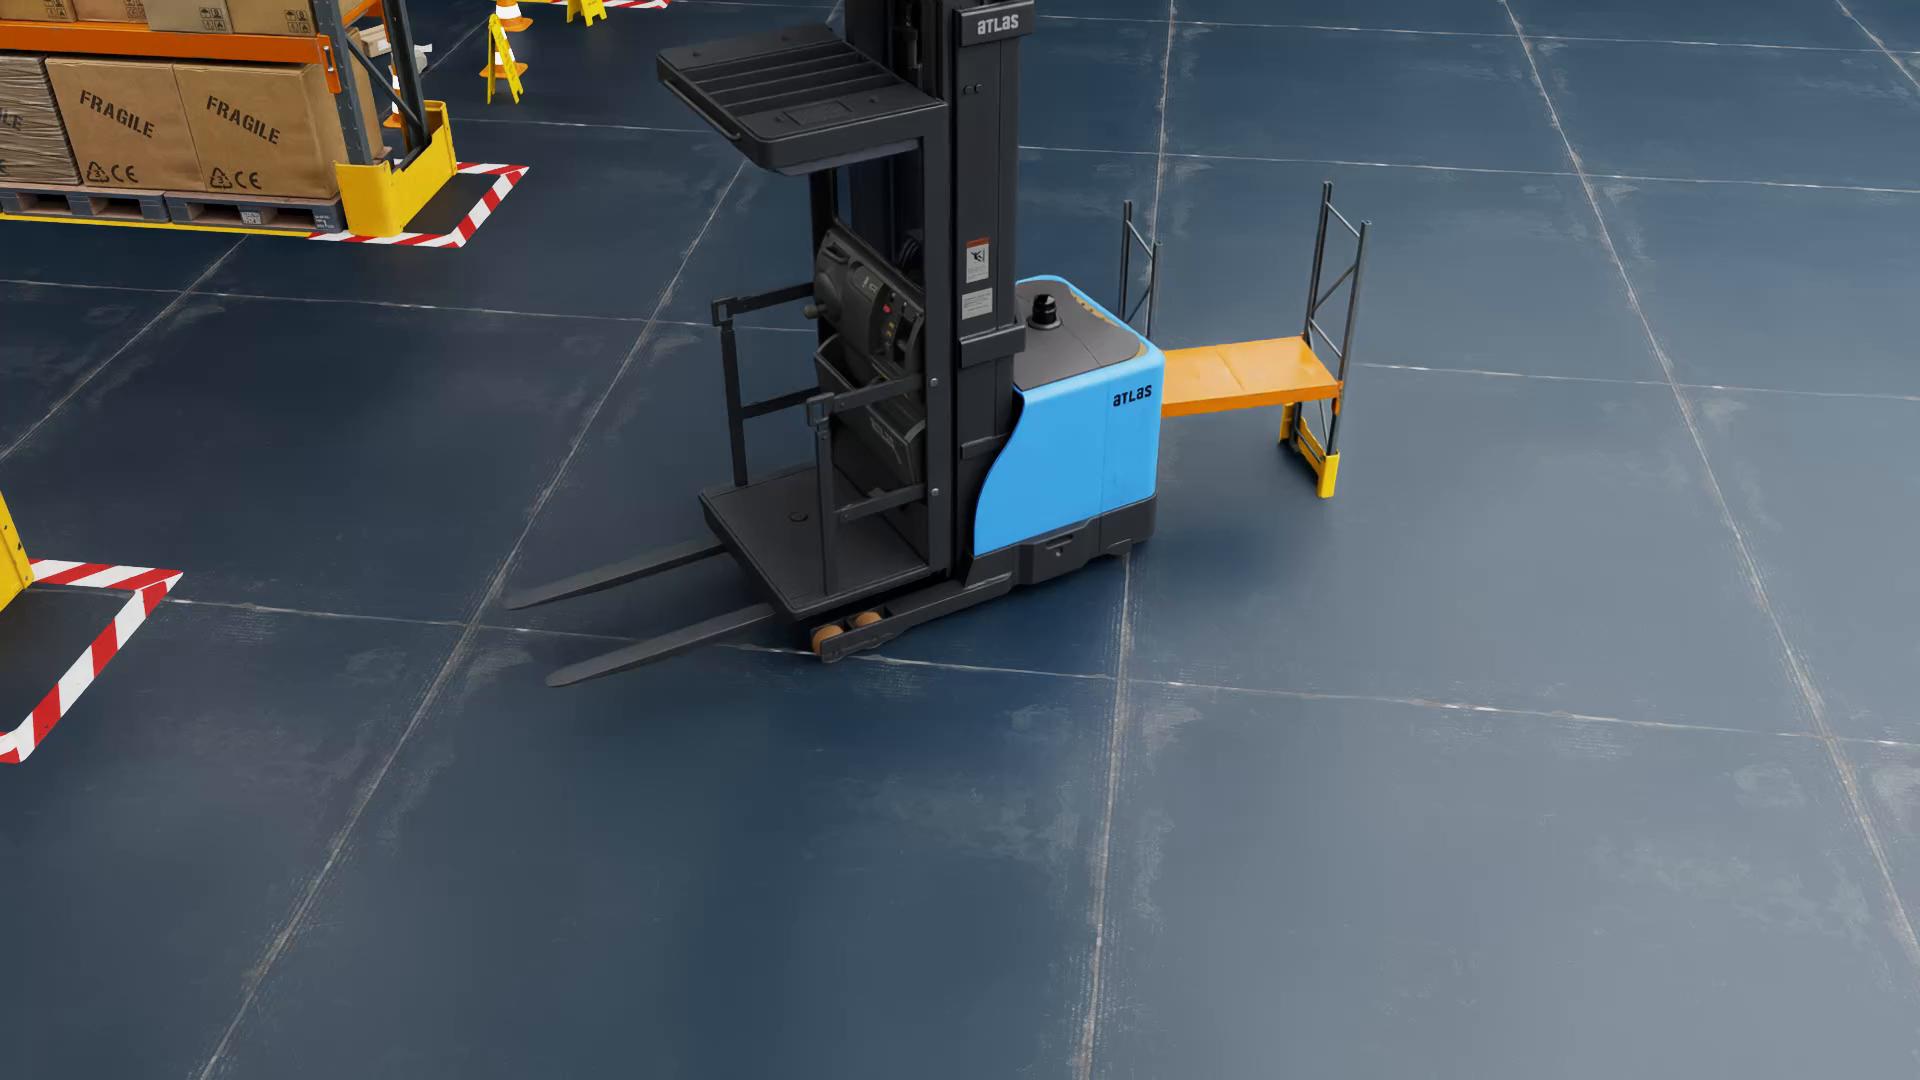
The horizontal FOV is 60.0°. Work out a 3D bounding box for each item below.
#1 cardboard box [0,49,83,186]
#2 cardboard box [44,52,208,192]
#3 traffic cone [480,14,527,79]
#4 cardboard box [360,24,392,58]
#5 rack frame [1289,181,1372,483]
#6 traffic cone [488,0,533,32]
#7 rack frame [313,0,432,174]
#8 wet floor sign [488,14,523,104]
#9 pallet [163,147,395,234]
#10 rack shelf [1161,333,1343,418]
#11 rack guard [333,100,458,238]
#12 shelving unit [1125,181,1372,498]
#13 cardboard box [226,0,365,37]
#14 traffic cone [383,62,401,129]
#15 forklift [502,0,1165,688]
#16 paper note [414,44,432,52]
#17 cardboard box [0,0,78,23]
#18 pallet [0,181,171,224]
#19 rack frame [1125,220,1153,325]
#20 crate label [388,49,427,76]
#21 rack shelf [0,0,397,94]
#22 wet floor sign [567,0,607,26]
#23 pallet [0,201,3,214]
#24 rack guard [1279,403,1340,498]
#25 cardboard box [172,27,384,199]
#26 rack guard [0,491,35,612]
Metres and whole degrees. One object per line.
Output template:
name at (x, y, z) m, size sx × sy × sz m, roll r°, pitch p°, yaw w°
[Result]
cardboard box at (-6.334, -3.032, 11.383) m, size 0.875 × 0.875 × 0.875 m, roll 5°, pitch 36°, yaw 6°
cardboard box at (-5.430, -2.963, 11.287) m, size 0.875 × 0.875 × 0.875 m, roll 4°, pitch 36°, yaw 5°
traffic cone at (-3.740, -4.032, 13.501) m, size 0.334 × 0.463 × 0.336 m, roll 4°, pitch 36°, yaw 6°
cardboard box at (-4.902, -4.213, 14.025) m, size 0.250 × 0.149 × 0.380 m, roll 24°, pitch 42°, yaw 30°
rack frame at (1.846, -1.000, 8.360) m, size 0.032 × 1.500 × 0.500 m, roll -7°, pitch 36°, yaw -10°
traffic cone at (-3.936, -4.696, 14.432) m, size 0.334 × 0.463 × 0.336 m, roll 4°, pitch 36°, yaw 6°
rack frame at (-3.876, -3.581, 10.685) m, size 0.127 × 3.000 × 1.000 m, roll 4°, pitch 36°, yaw 6°
wet floor sign at (-3.595, -3.761, 12.965) m, size 0.232 × 0.644 × 0.267 m, roll -2°, pitch 36°, yaw -2°
pallet at (-4.679, -2.460, 11.515) m, size 1.213 × 0.211 × 1.003 m, roll 4°, pitch 36°, yaw 6°
rack shelf at (1.349, -0.790, 8.375) m, size 1.000 × 0.185 × 0.538 m, roll -7°, pitch 36°, yaw -10°
rack guard at (-3.852, -2.562, 11.409) m, size 0.348 × 0.500 × 1.175 m, roll 4°, pitch 36°, yaw 6°
shelving unit at (1.340, -0.935, 8.269) m, size 1.083 × 1.500 × 0.587 m, roll -7°, pitch 36°, yaw -10°
cardboard box at (-4.249, -3.643, 10.644) m, size 0.550 × 0.550 × 0.875 m, roll 4°, pitch 36°, yaw 6°
traffic cone at (-4.222, -3.406, 12.624) m, size 0.334 × 0.463 × 0.336 m, roll 4°, pitch 36°, yaw 6°
forklift at (-0.580, -0.994, 7.120) m, size 3.031 × 2.935 × 1.130 m, roll -18°, pitch 39°, yaw -24°
paper note at (-4.537, -4.155, 14.046) m, size 0.142 × 0.019 × 0.148 m, roll -7°, pitch 36°, yaw -10°
cardboard box at (-5.868, -3.801, 10.864) m, size 0.500 × 0.550 × 0.875 m, roll 4°, pitch 36°, yaw 6°
pallet at (-5.885, -2.552, 11.644) m, size 1.213 × 0.211 × 1.003 m, roll 4°, pitch 36°, yaw 6°
rack frame at (0.852, -0.873, 8.183) m, size 0.013 × 1.308 × 0.475 m, roll -7°, pitch 36°, yaw -10°
crate label at (-4.528, -3.922, 13.627) m, size 0.298 × 0.136 × 0.250 m, roll -14°, pitch 38°, yaw -18°
rack shelf at (-5.859, -3.436, 11.102) m, size 4.000 × 0.370 × 1.077 m, roll 4°, pitch 36°, yaw 6°
wet floor sign at (-3.293, -4.852, 14.492) m, size 0.232 × 0.644 × 0.267 m, roll 17°, pitch 39°, yaw 22°
pallet at (-7.099, -2.640, 11.768) m, size 1.213 × 0.211 × 1.003 m, roll 4°, pitch 36°, yaw 6°
rack guard at (1.827, -0.489, 8.720) m, size 0.087 × 0.250 × 0.587 m, roll -7°, pitch 36°, yaw -10°
cardboard box at (-4.557, -2.899, 11.197) m, size 0.875 × 0.875 × 0.875 m, roll 4°, pitch 36°, yaw 6°
rack guard at (-4.683, 0.281, 7.425) m, size 0.348 × 0.500 × 1.175 m, roll 4°, pitch 36°, yaw 6°
